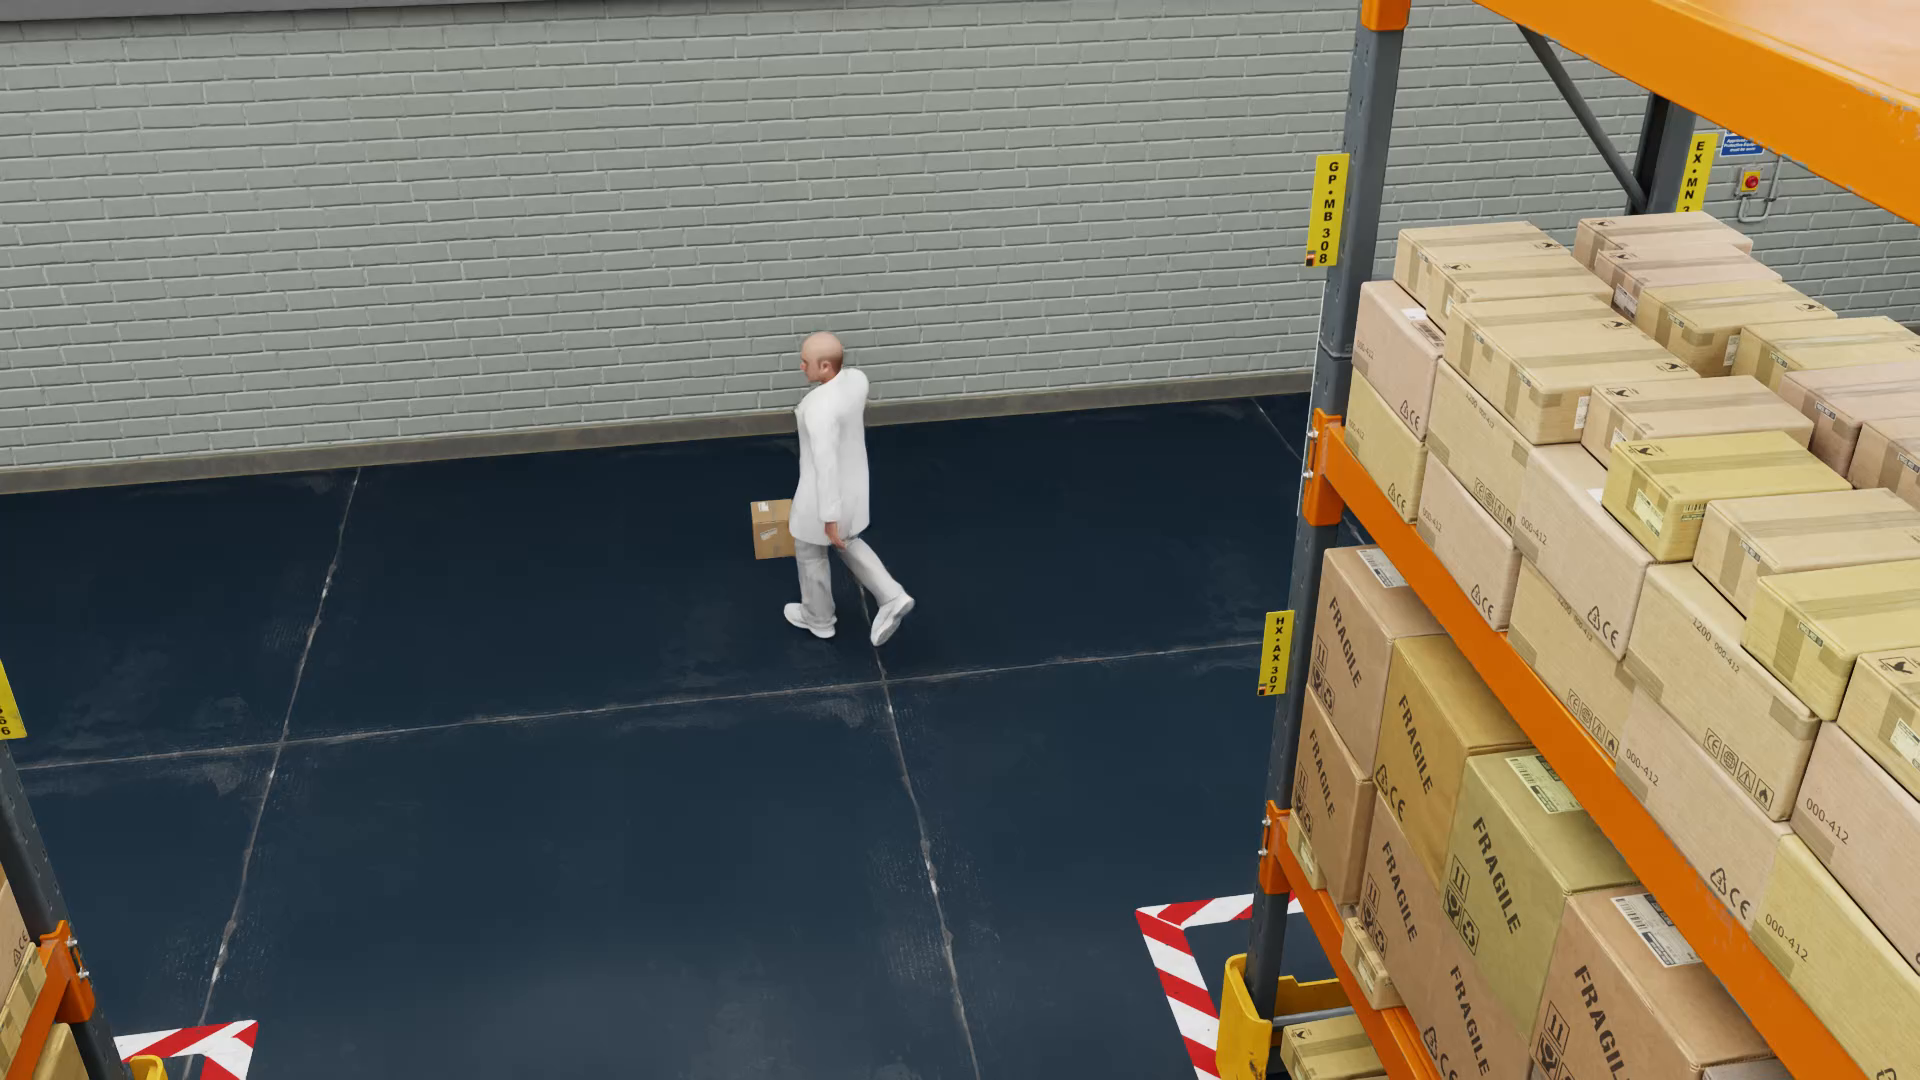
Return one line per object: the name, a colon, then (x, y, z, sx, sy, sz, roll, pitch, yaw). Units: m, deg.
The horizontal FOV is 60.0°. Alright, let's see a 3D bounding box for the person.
person: (-0.628, -0.241, 8.560, 0.817, 1.766, 0.576, 18, 35, 28)
